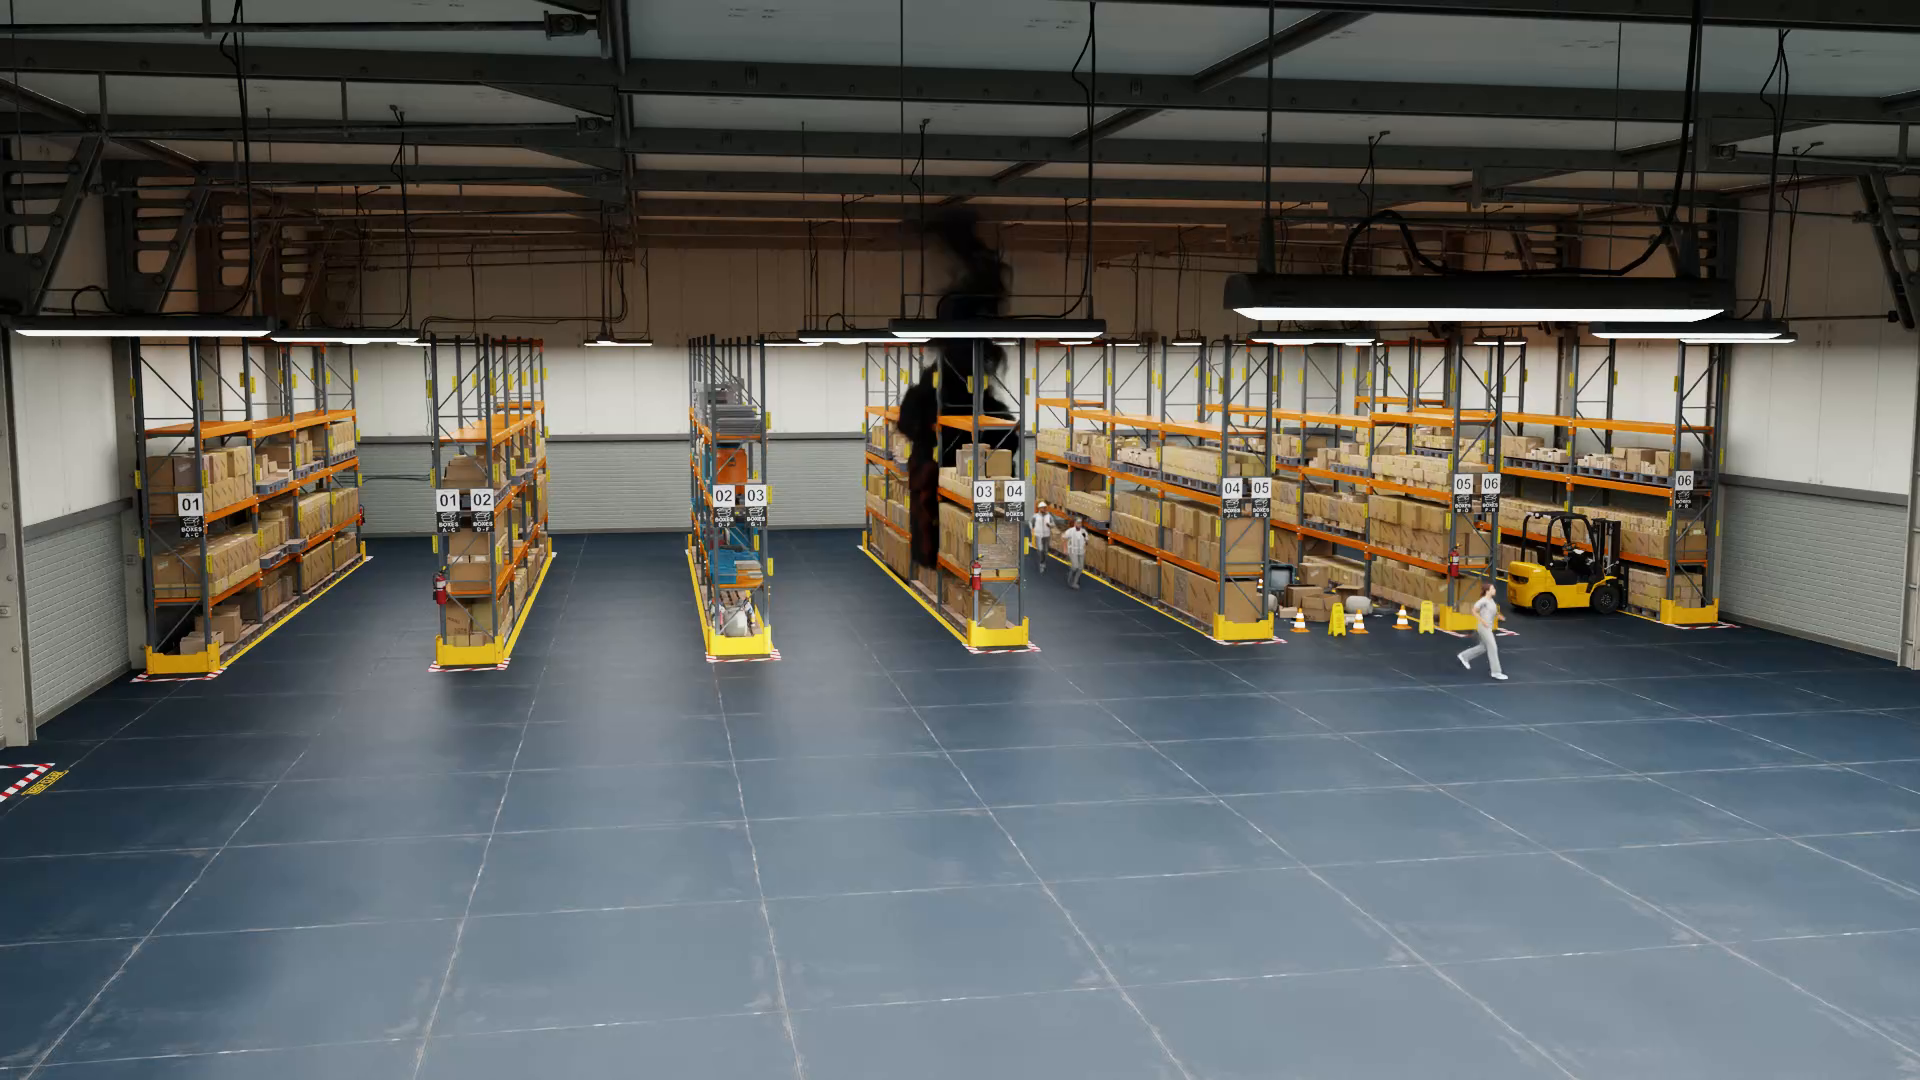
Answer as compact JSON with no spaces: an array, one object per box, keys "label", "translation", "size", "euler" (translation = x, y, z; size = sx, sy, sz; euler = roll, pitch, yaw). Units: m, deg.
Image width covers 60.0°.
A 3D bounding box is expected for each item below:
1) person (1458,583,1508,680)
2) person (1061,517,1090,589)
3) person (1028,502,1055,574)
[{"label":"person","translation":[9.150,1.566,29.087],"size":[0.951,1.668,0.577],"euler":[5,8,36]},{"label":"person","translation":[2.794,0.308,39.665],"size":[0.637,1.738,0.741],"euler":[-2,7,-16]},{"label":"person","translation":[2.126,-0.083,42.882],"size":[0.641,1.803,0.875],"euler":[-1,7,-11]}]
